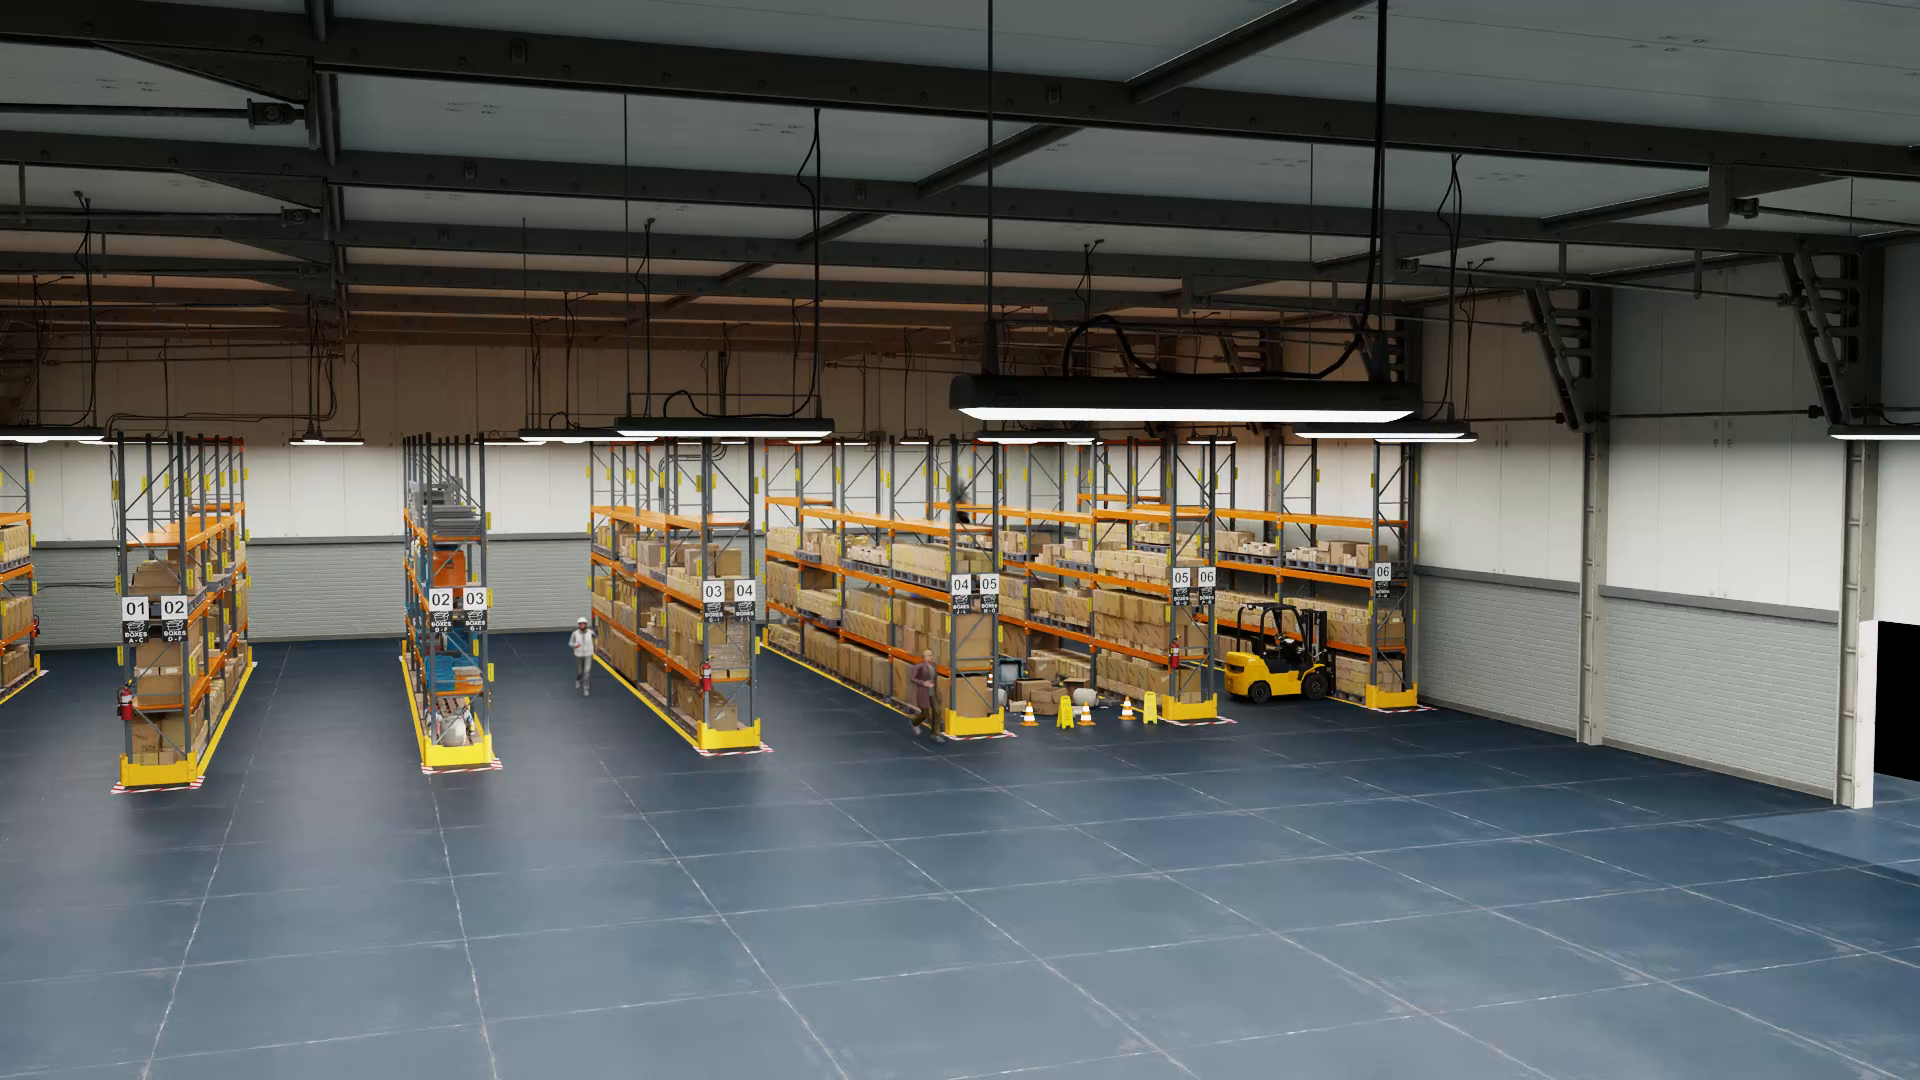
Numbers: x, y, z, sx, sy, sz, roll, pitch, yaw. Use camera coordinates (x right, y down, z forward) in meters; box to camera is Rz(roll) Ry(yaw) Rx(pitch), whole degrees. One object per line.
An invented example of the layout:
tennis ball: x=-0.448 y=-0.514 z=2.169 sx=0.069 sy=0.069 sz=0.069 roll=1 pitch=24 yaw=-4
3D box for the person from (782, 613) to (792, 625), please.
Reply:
person: x=-5.154 y=2.149 z=49.550 sx=0.550 sy=1.653 sz=0.571 roll=-2 pitch=4 yaw=-28

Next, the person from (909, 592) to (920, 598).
person: x=-1.364 y=2.080 z=51.279 sx=0.781 sy=1.690 sz=0.598 roll=0 pitch=3 yaw=-6

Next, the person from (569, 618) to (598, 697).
person: x=-8.758 y=2.690 z=38.713 sx=0.667 sy=1.792 sz=0.969 roll=-1 pitch=3 yaw=-12

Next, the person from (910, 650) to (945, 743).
person: x=-0.660 y=3.040 z=32.594 sx=0.749 sy=1.786 sz=0.967 roll=-2 pitch=4 yaw=-37
